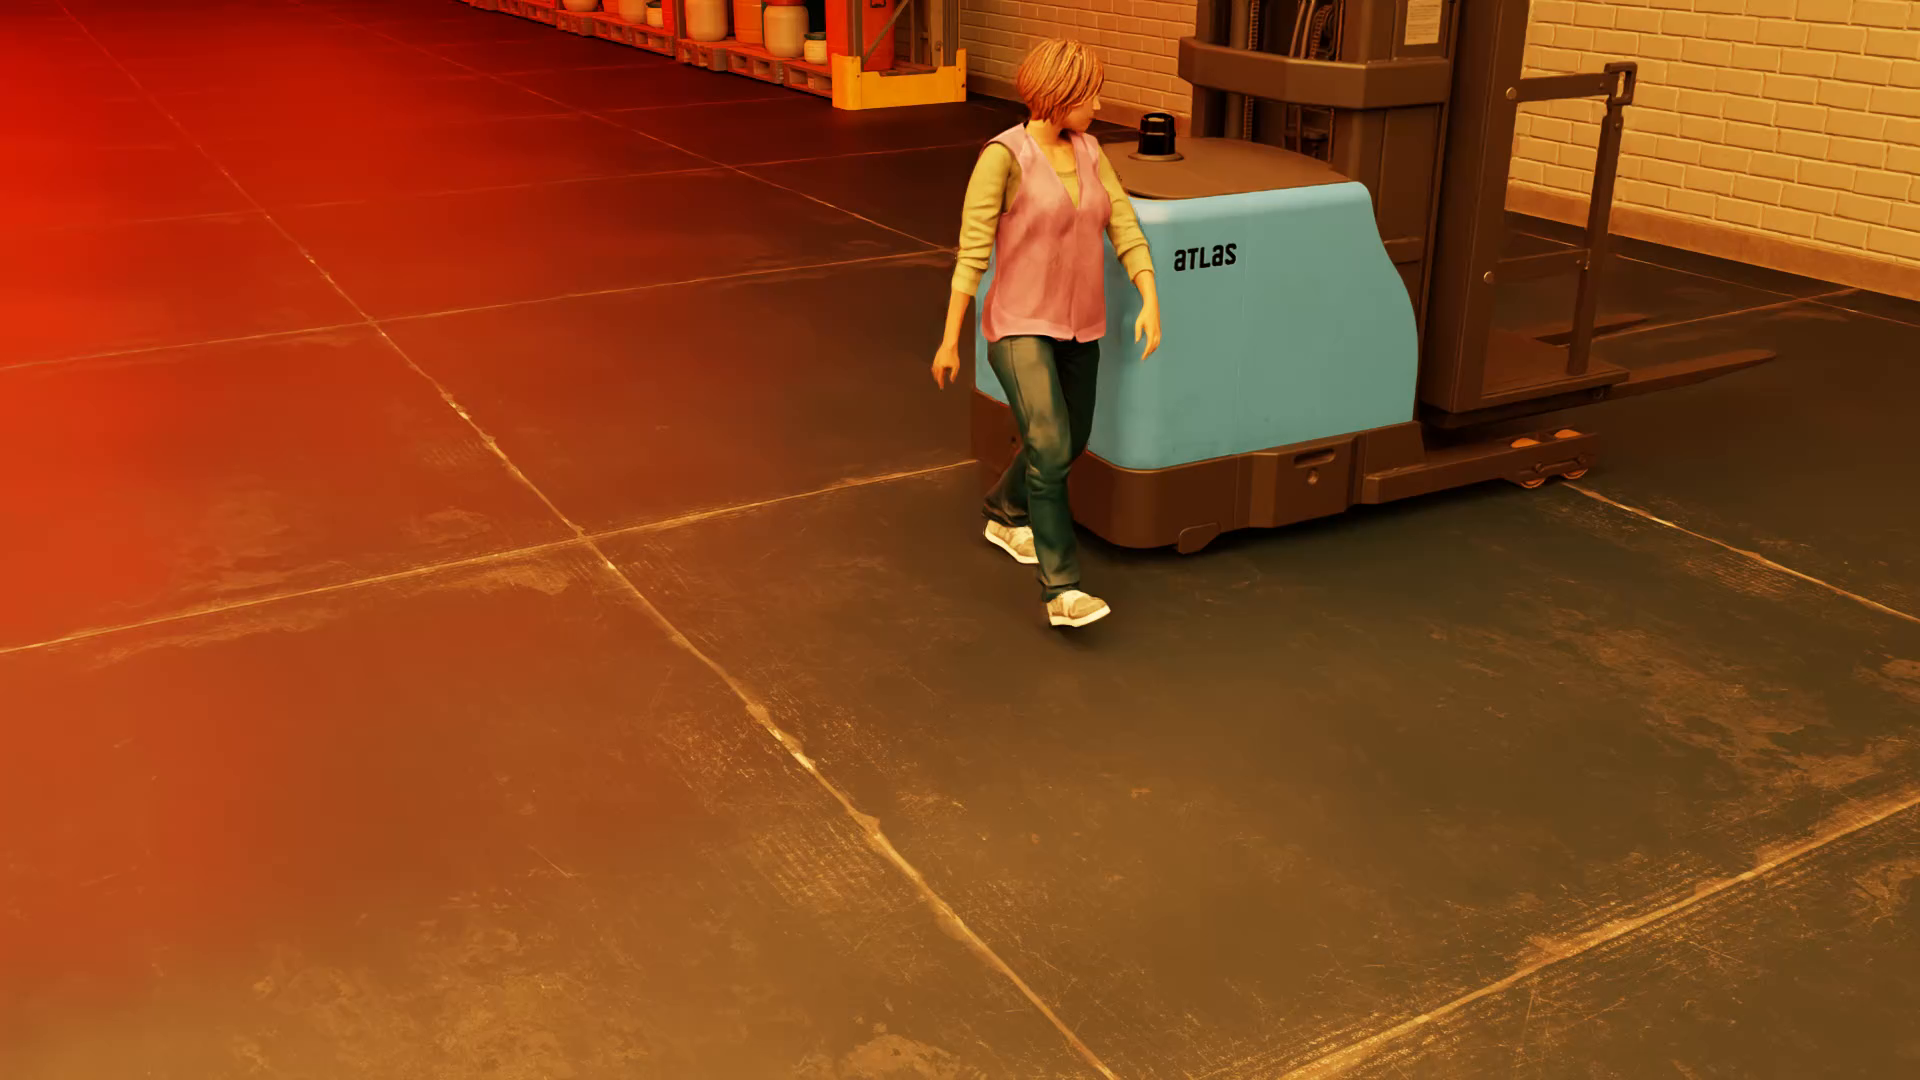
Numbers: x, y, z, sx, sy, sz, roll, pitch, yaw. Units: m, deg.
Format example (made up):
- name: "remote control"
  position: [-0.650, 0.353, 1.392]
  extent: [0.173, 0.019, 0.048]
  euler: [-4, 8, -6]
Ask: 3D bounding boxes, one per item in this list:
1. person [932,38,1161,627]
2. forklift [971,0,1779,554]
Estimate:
- name: "person"
  position: [0.207, -0.542, 4.461]
  extent: [0.540, 1.521, 0.797]
  euler: [-18, 28, -37]
- name: "forklift"
  position: [1.584, -1.693, 5.399]
  extent: [3.031, 2.935, 1.130]
  euler: [-11, 25, -25]
